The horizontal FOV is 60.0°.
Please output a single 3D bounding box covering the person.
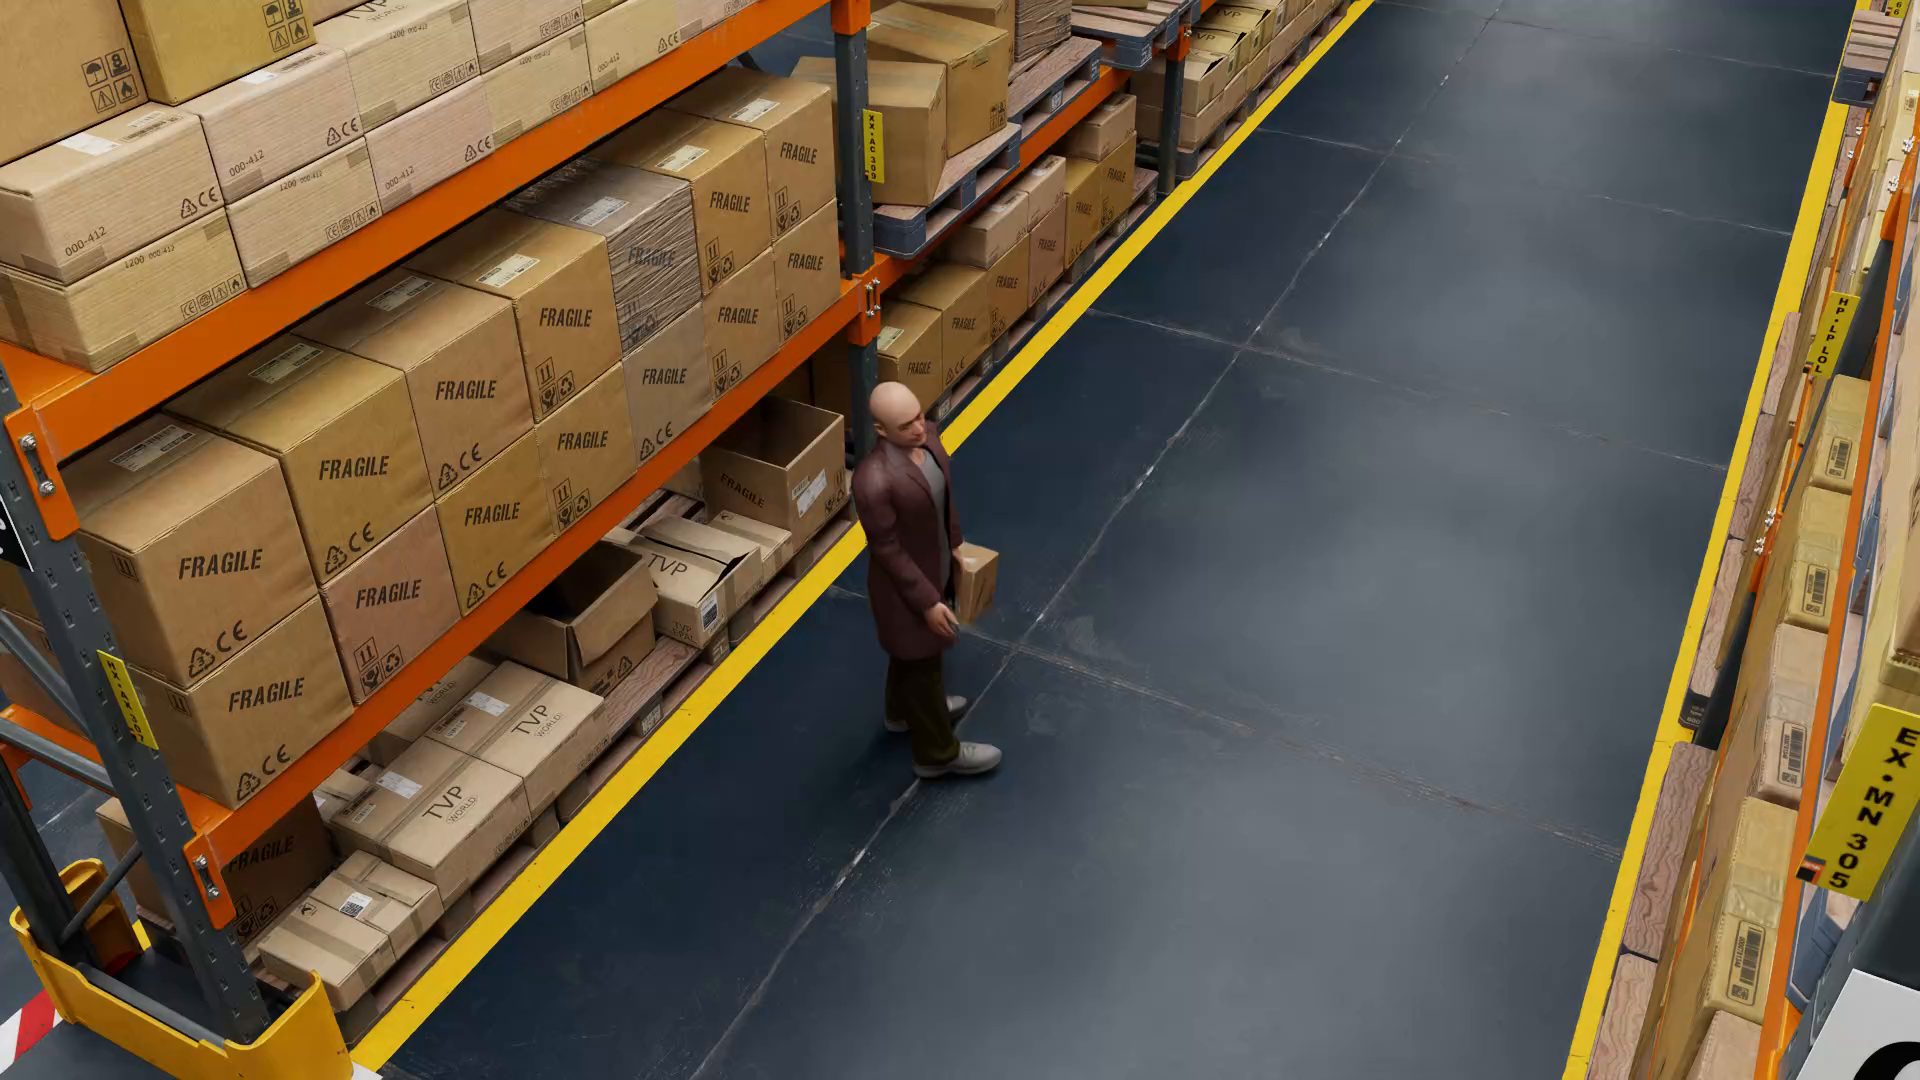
[{"bbox_3d":[-0.078,0.159,6.522,0.568,1.782,0.582,11,39,14],"label":"person"}]
